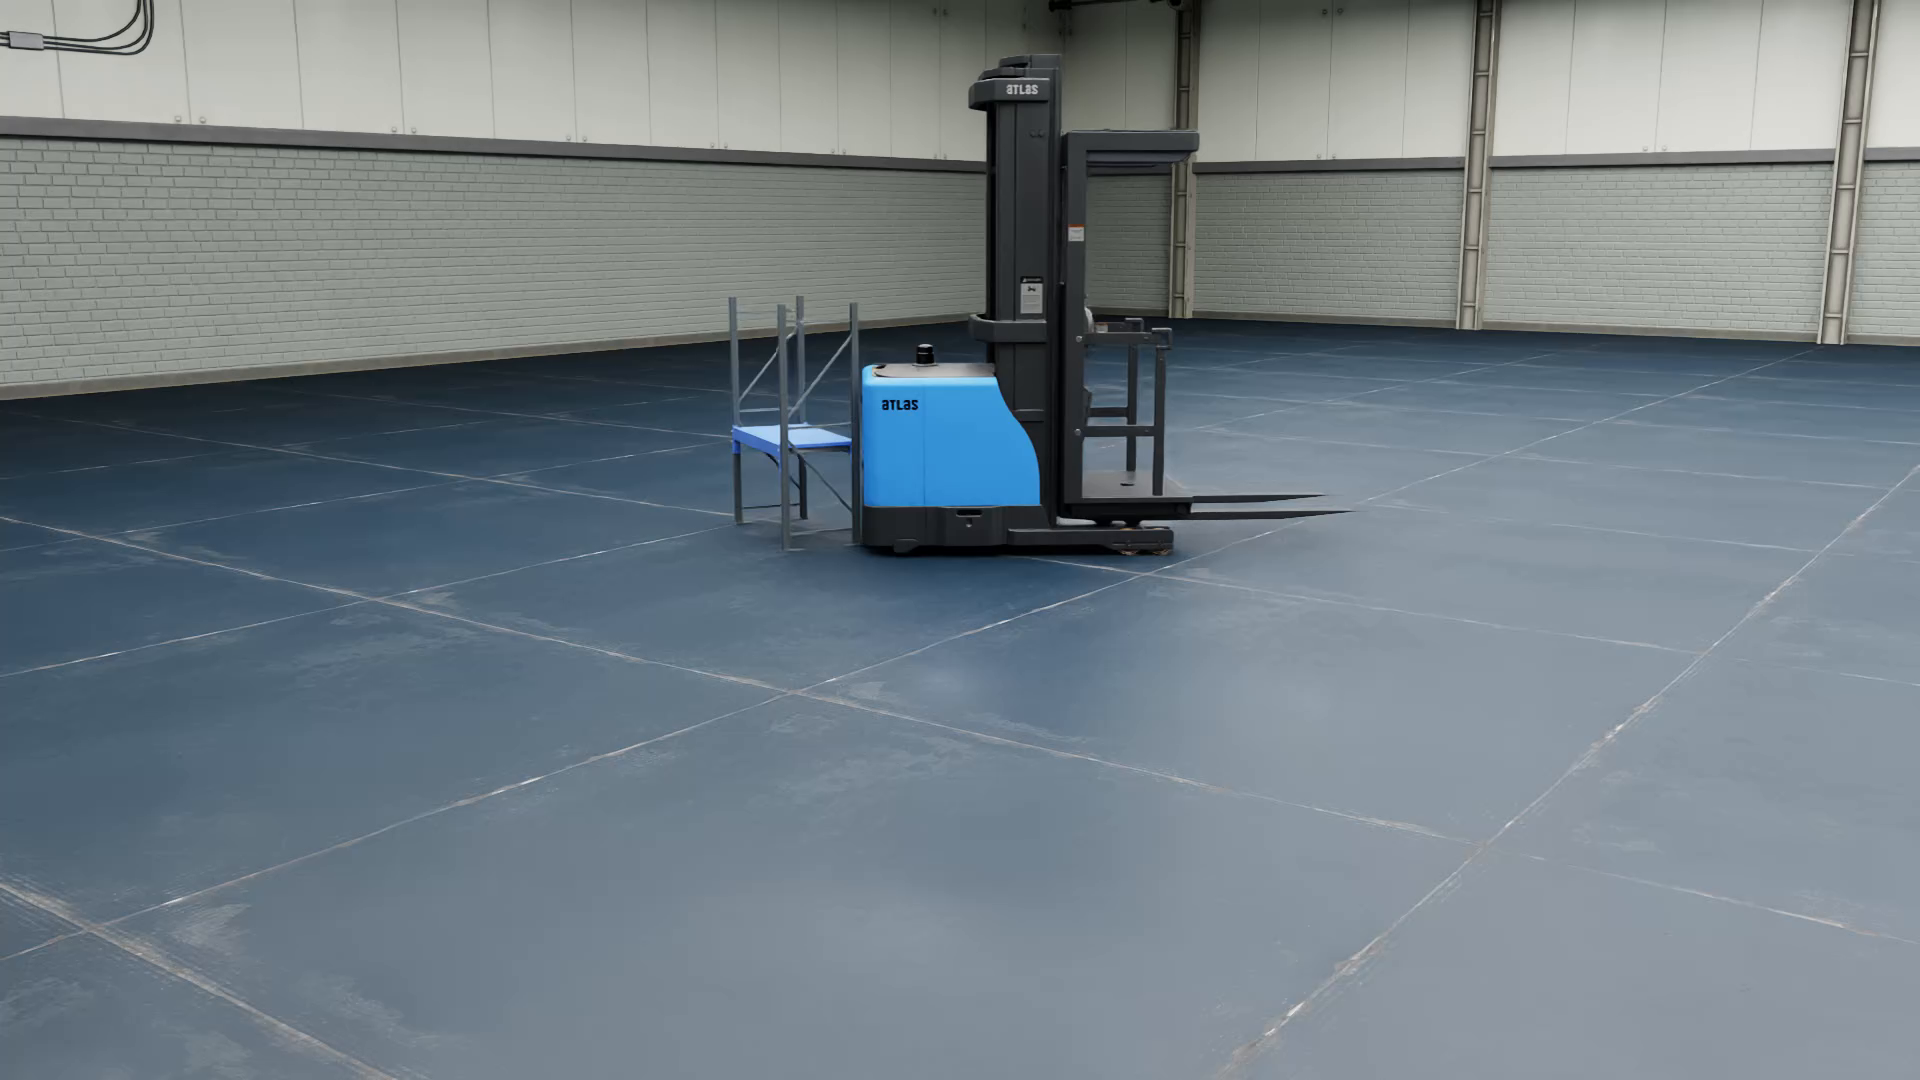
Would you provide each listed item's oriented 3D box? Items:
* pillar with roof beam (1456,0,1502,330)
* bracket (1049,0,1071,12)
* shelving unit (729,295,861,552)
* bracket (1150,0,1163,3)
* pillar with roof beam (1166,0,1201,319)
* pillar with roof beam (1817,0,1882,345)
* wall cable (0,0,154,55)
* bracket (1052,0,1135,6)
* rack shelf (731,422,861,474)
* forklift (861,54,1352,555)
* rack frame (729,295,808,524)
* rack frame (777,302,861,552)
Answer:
[{"bbox_3d":[6.806,-7.633,26.292,0.400,9.000,9.100,8,13,36],"label":"pillar with roof beam"},{"bbox_3d":[2.063,-10.992,34.181,0.430,0.232,0.235,8,13,36],"label":"bracket"},{"bbox_3d":[-1.060,-0.774,10.579,0.538,1.500,1.048,-5,12,-24],"label":"shelving unit"},{"bbox_3d":[3.973,-10.726,32.804,0.430,0.232,0.235,8,13,36],"label":"bracket"},{"bbox_3d":[1.970,-8.307,29.779,0.548,9.000,9.100,8,13,36],"label":"pillar with roof beam"},{"bbox_3d":[11.642,-6.958,22.805,0.400,9.000,9.100,8,13,36],"label":"pillar with roof beam"},{"bbox_3d":[-10.087,-7.799,18.197,0.169,6.003,2.305,8,13,36],"label":"wall cable"},{"bbox_3d":[2.539,-10.926,33.838,3.189,0.066,0.076,8,13,36],"label":"bracket"},{"bbox_3d":[-1.060,-0.597,10.614,0.538,0.185,1.000,-5,12,-24],"label":"rack shelf"},{"bbox_3d":[0.897,-1.446,10.287,3.031,2.935,1.130,-1,11,-4],"label":"forklift"},{"bbox_3d":[-1.268,-0.862,11.035,0.500,1.500,0.032,-5,12,-24],"label":"rack frame"},{"bbox_3d":[-0.853,-0.685,10.124,0.500,1.500,0.032,-5,12,-24],"label":"rack frame"}]
